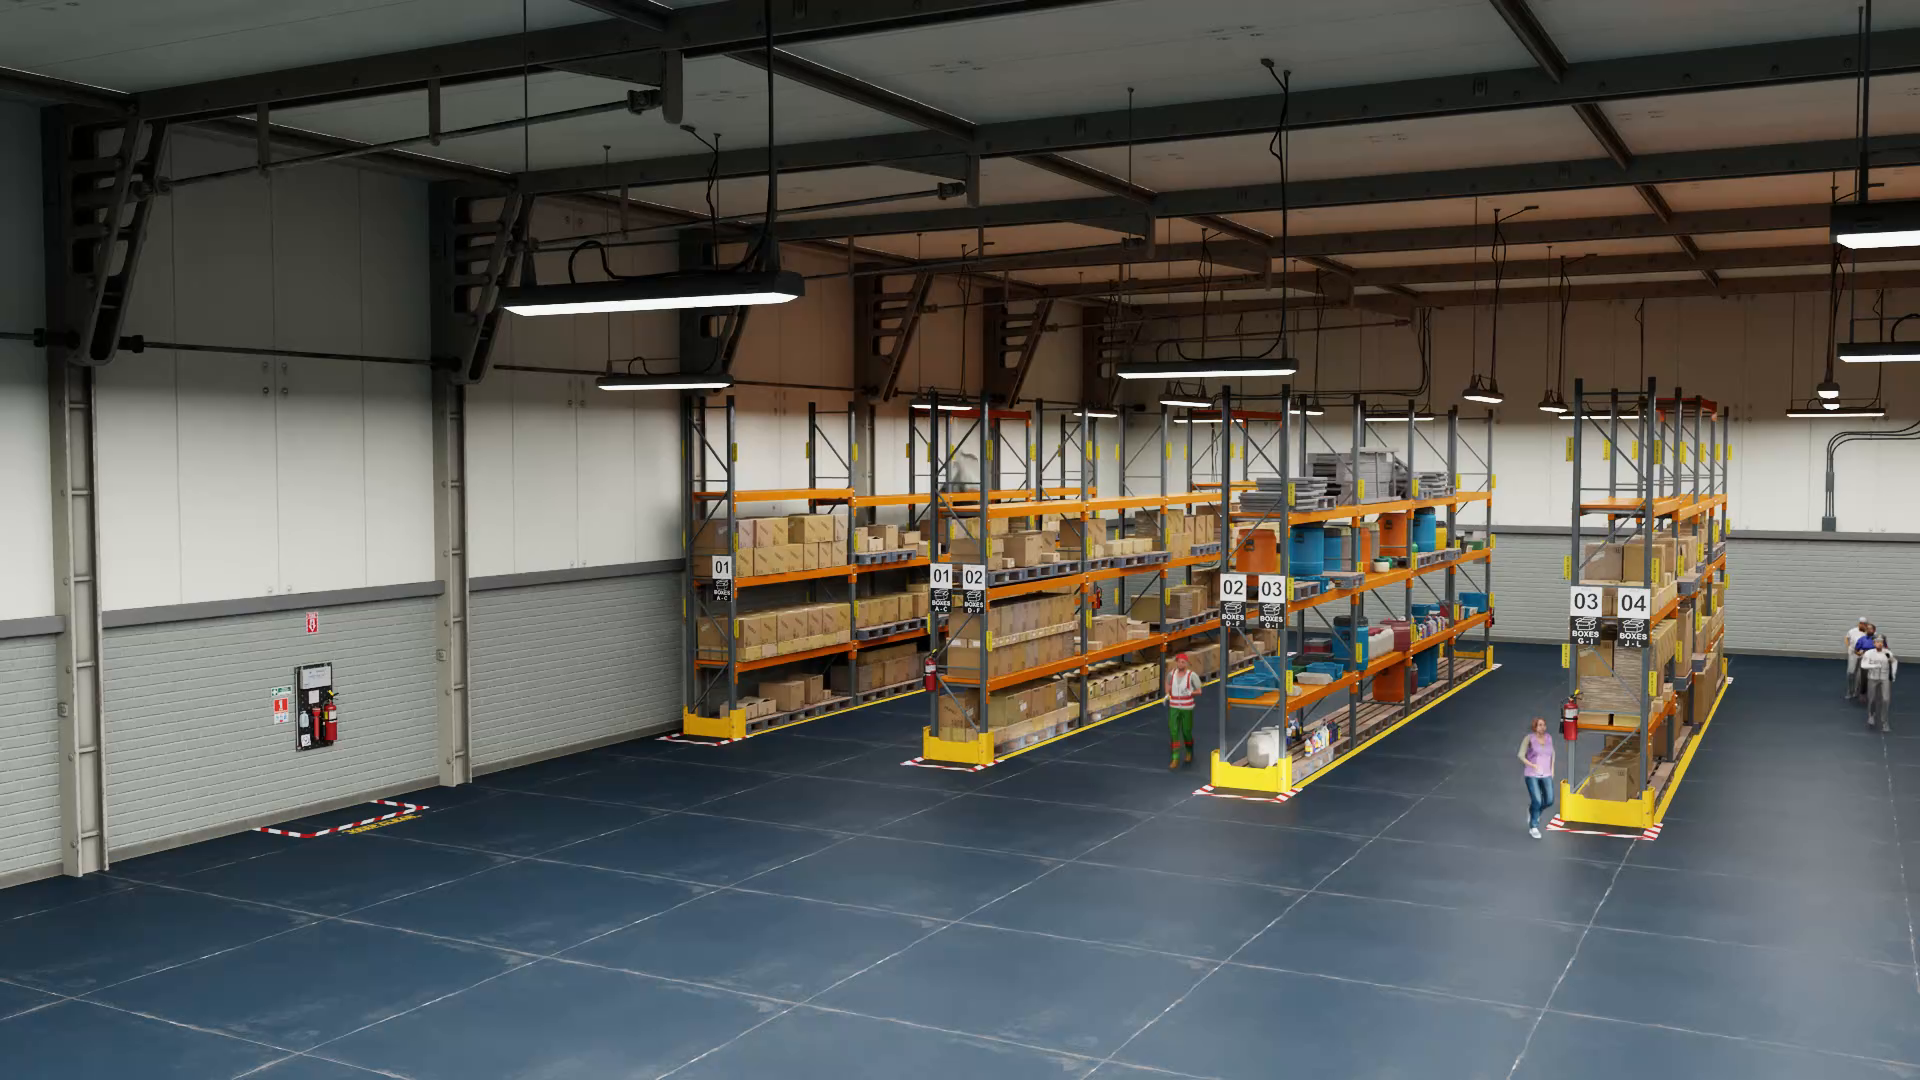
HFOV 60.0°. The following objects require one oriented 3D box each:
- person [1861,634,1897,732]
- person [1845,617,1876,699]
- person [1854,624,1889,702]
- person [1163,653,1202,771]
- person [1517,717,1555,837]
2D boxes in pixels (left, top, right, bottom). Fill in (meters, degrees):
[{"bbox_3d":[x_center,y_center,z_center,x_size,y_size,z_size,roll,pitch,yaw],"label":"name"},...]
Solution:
[{"bbox_3d":[16.638,2.575,30.103,0.601,1.763,0.756,1,3,25],"label":"person"},{"bbox_3d":[18.318,2.418,33.810,0.604,1.712,0.689,2,4,31],"label":"person"},{"bbox_3d":[17.821,2.469,32.531,0.588,1.673,0.934,2,4,31],"label":"person"},{"bbox_3d":[3.535,2.704,26.487,0.640,1.824,0.814,1,3,20],"label":"person"},{"bbox_3d":[7.545,3.085,21.688,0.535,1.575,0.545,0,3,-7],"label":"person"}]
